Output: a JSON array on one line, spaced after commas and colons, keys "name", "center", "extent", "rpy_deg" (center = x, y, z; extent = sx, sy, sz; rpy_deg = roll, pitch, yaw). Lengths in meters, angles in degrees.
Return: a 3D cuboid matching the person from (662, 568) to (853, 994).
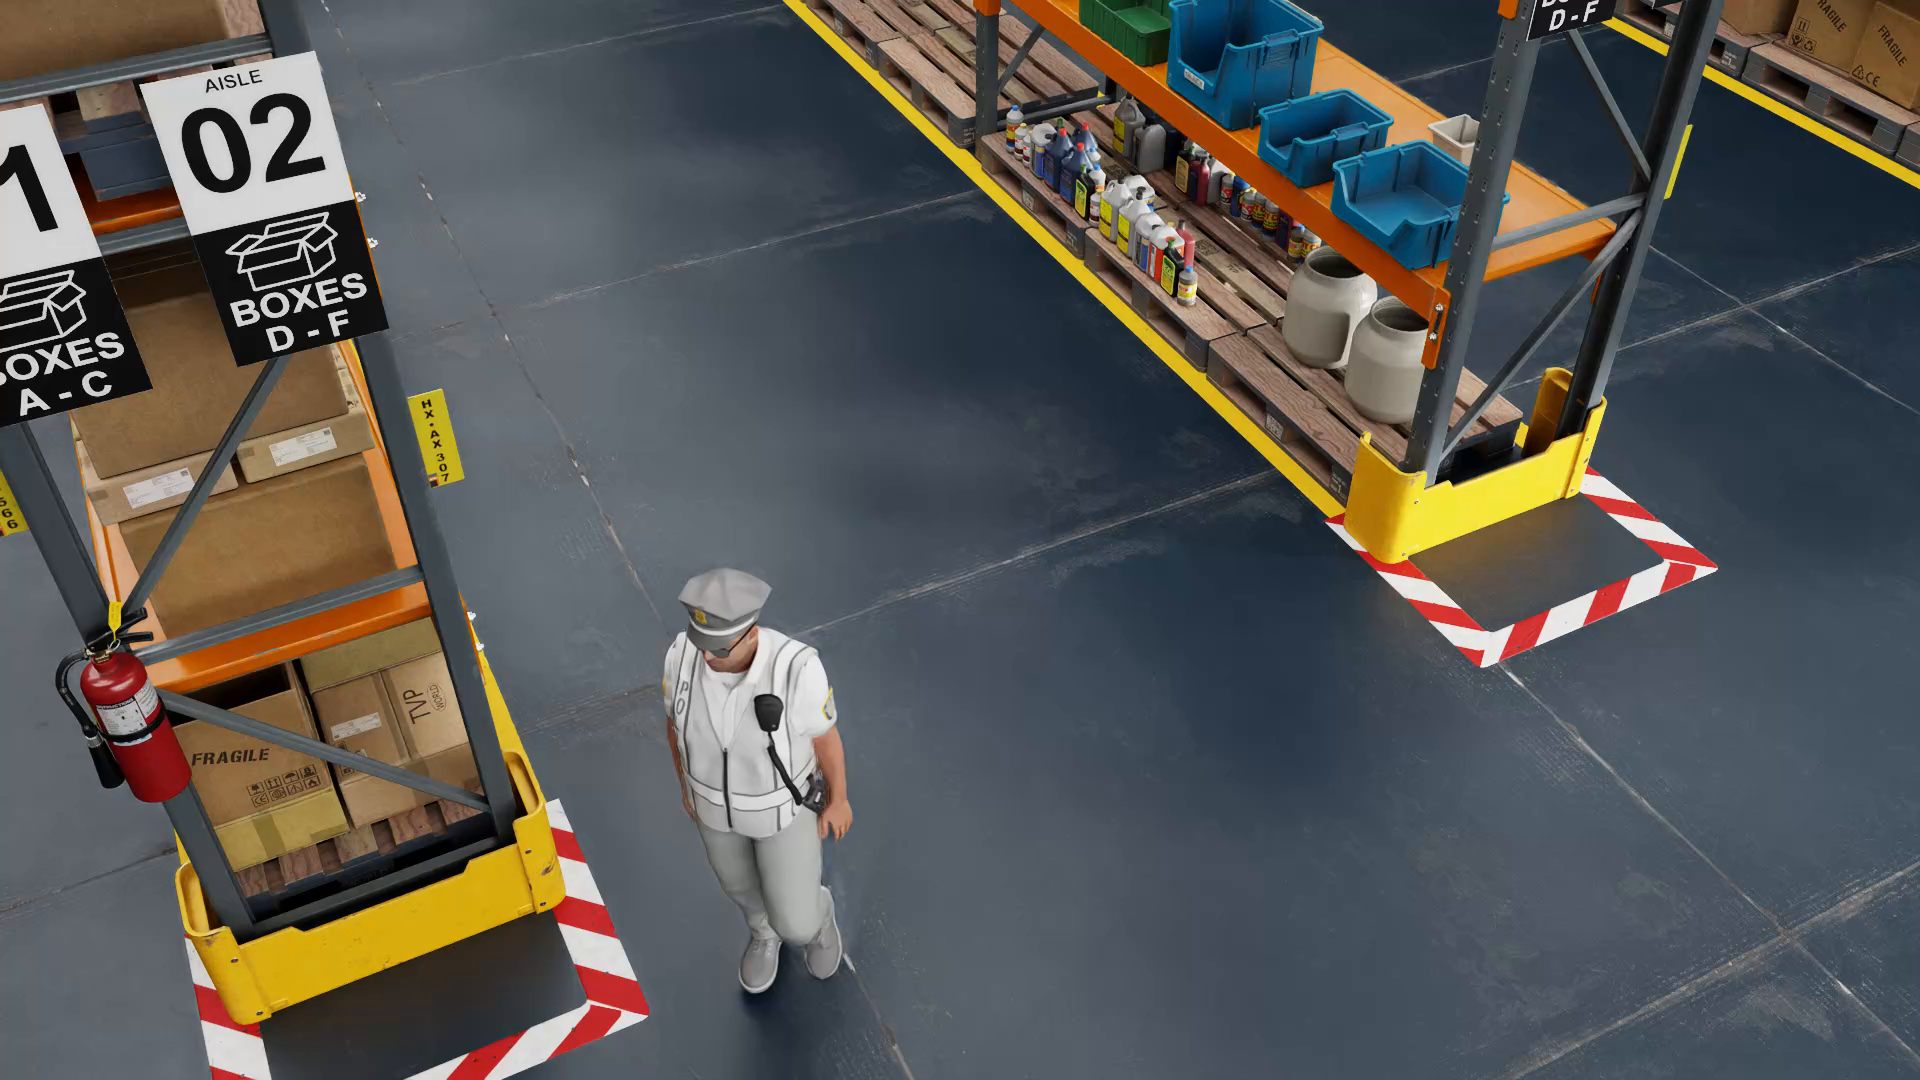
[{"name": "person", "center": [-0.641, 0.831, 5.184], "extent": [0.575, 1.785, 0.452], "rpy_deg": [10, 42, 12]}]
